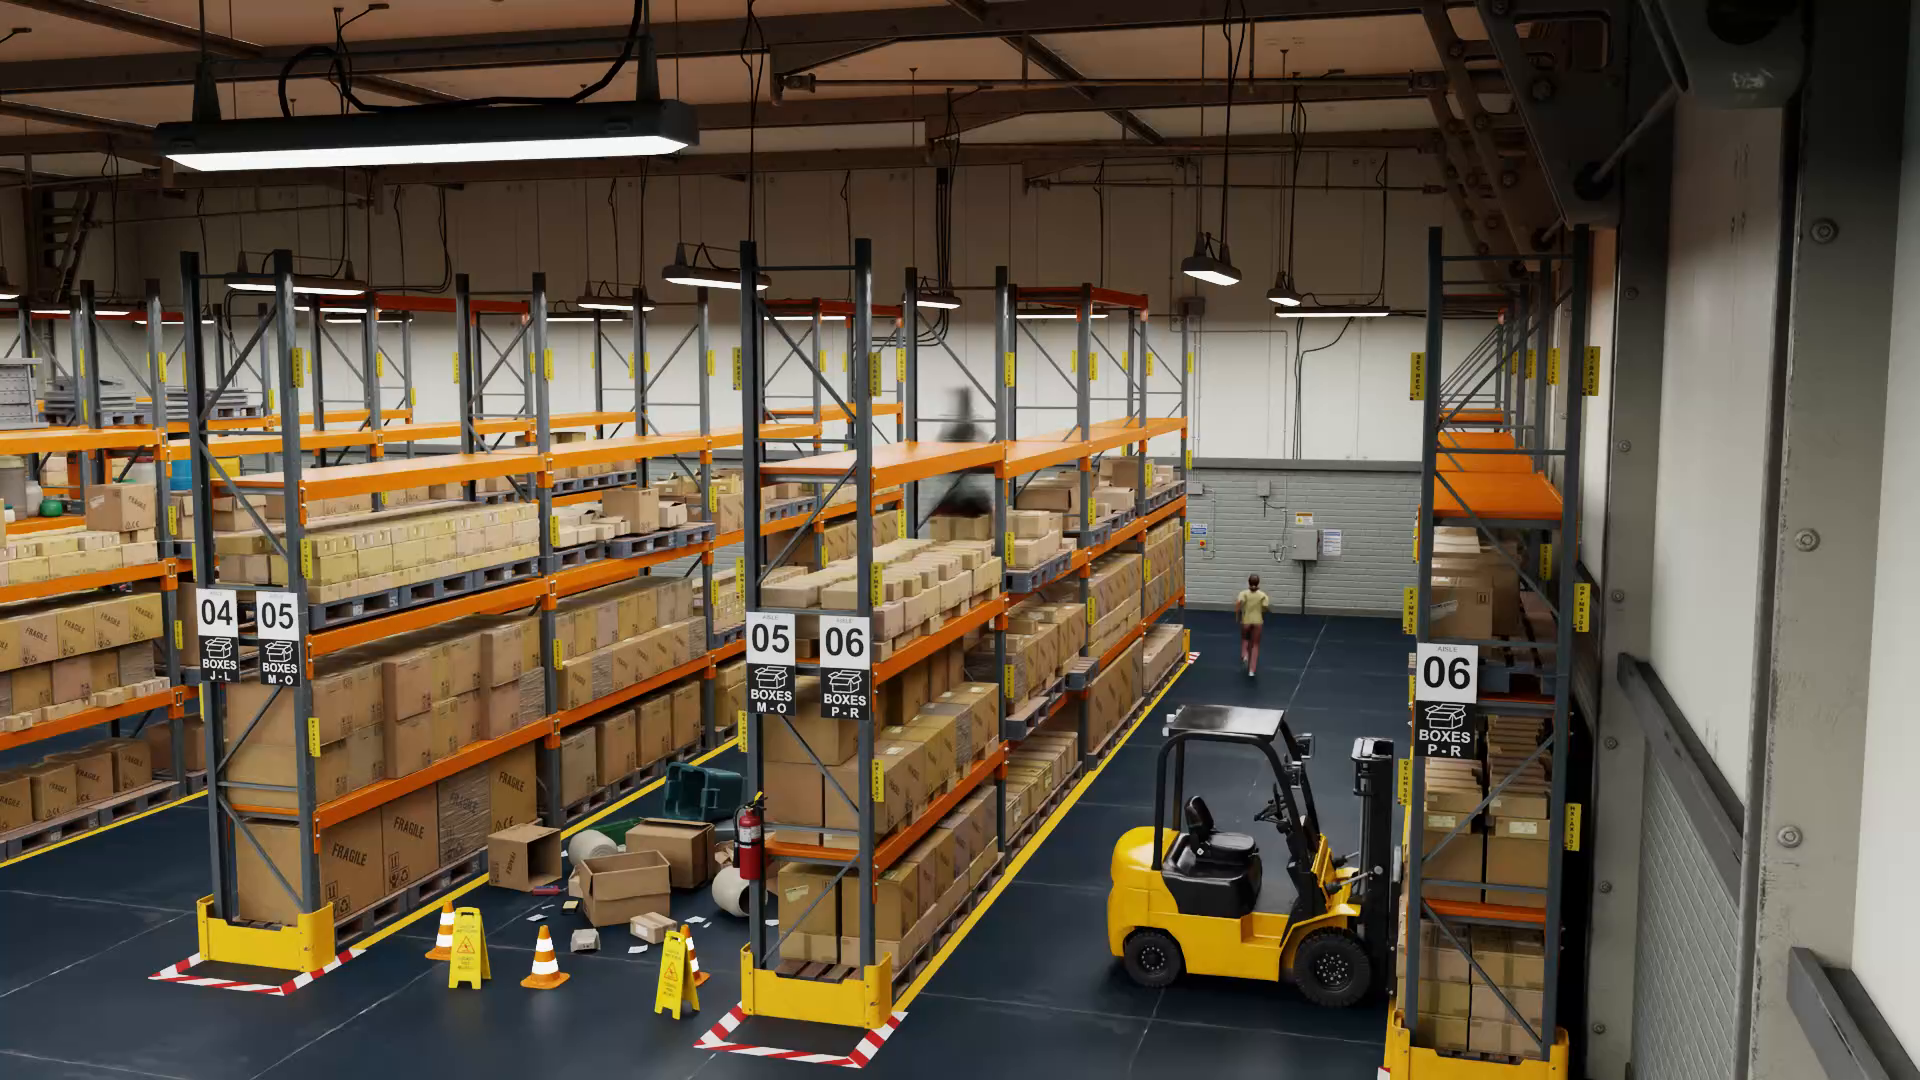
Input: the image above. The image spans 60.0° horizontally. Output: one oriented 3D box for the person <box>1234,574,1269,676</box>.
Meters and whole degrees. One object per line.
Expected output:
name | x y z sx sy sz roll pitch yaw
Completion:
person | 4.686 1.355 26.748 0.553 1.627 0.679 1 6 9
